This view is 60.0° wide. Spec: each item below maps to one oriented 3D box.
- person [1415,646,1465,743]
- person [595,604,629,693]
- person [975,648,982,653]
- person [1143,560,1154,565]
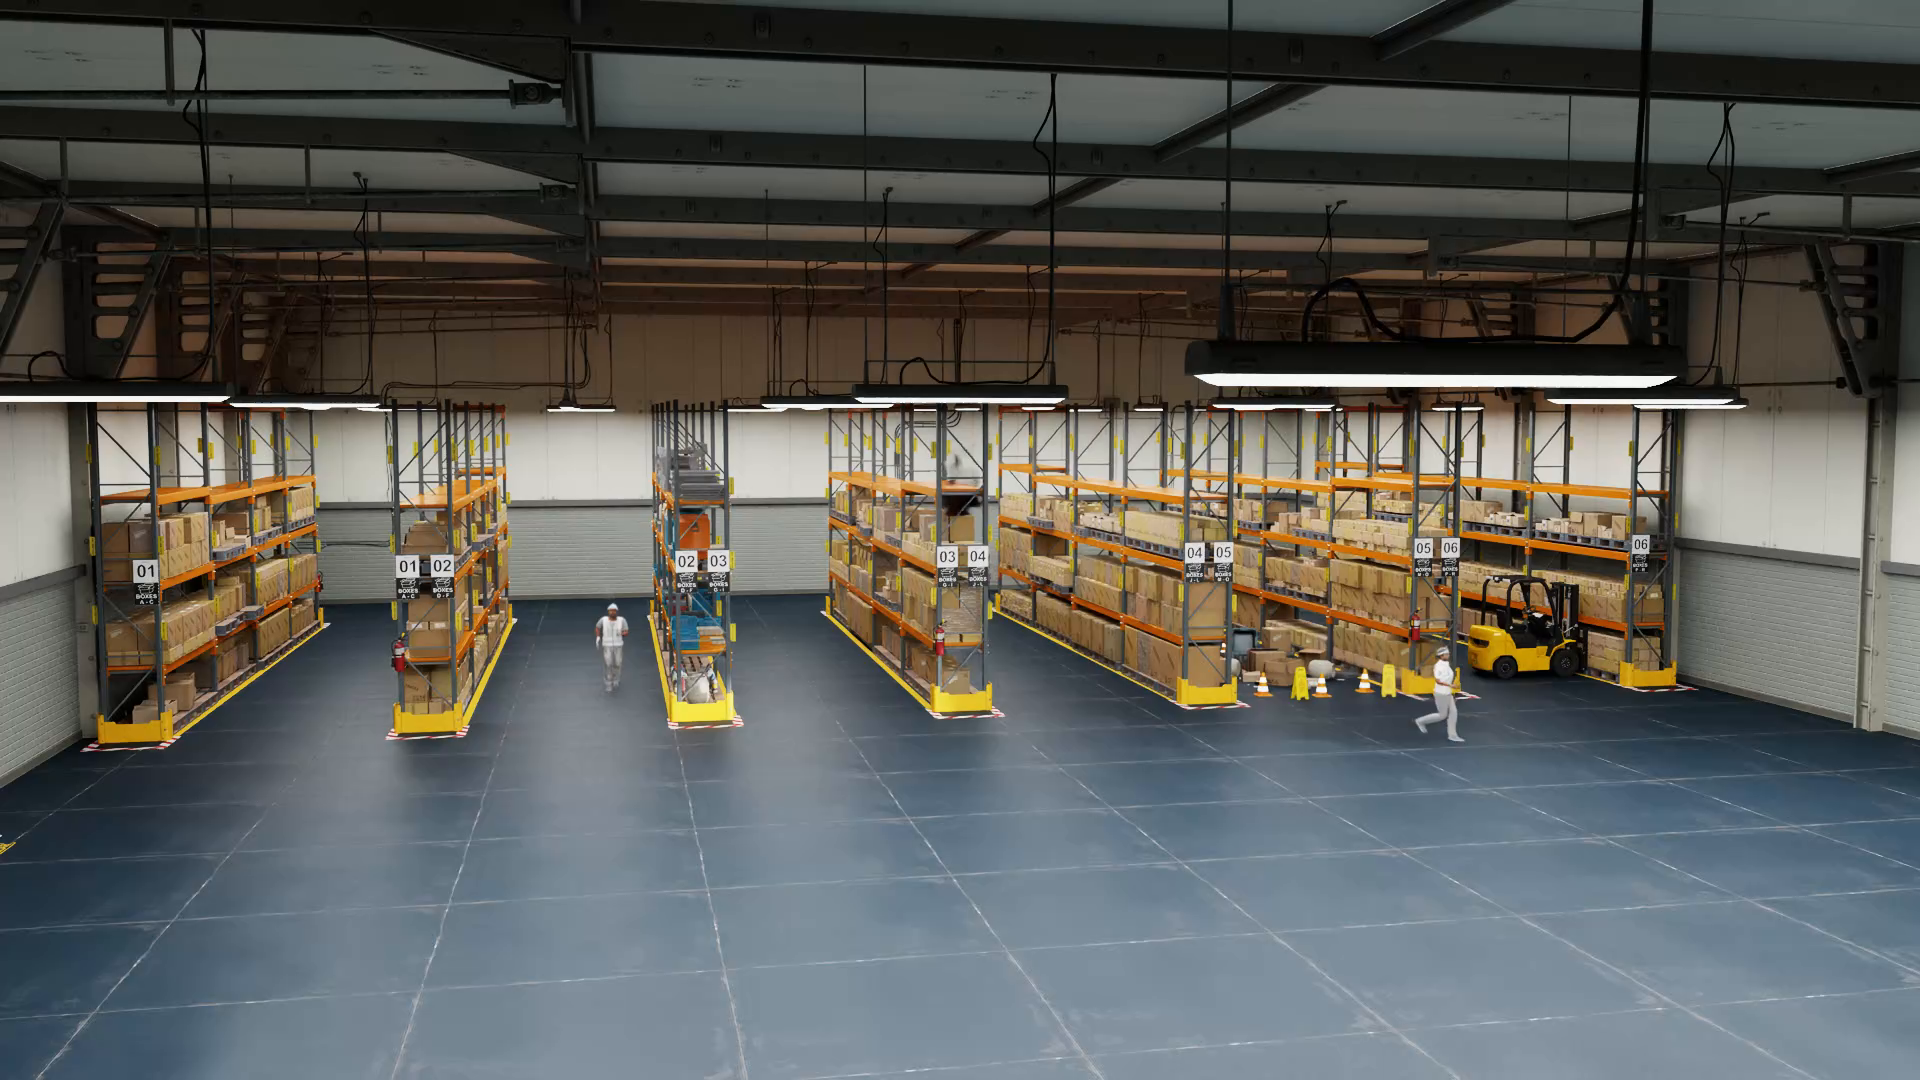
[{"bbox_3d":[8.438,2.690,29.147,0.851,1.692,0.579,2,5,28],"label":"person"},{"bbox_3d":[-7.202,2.238,34.487,0.657,1.835,0.756,-1,5,-18],"label":"person"},{"bbox_3d":[0.397,1.847,40.084,0.650,1.733,0.596,-2,5,-20],"label":"person"},{"bbox_3d":[5.832,1.030,51.031,0.694,1.710,0.756,0,4,4],"label":"person"}]
